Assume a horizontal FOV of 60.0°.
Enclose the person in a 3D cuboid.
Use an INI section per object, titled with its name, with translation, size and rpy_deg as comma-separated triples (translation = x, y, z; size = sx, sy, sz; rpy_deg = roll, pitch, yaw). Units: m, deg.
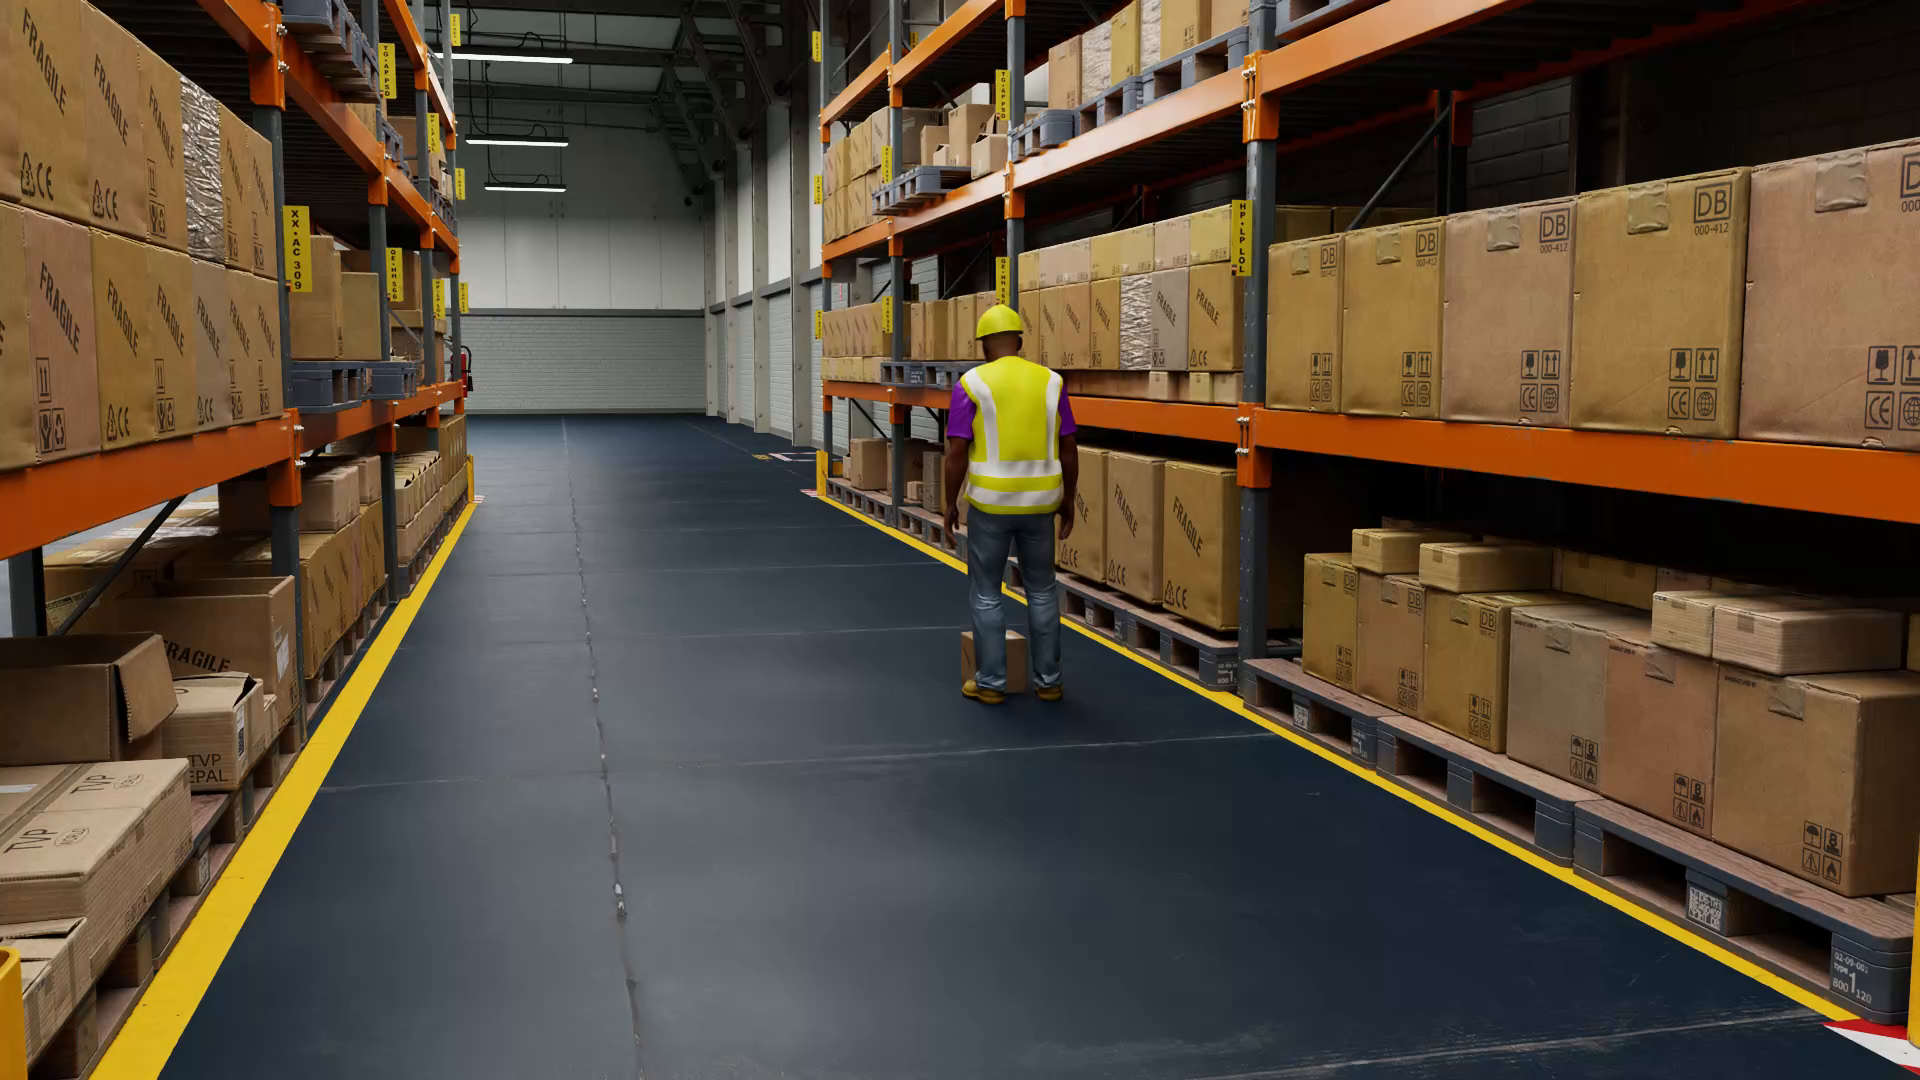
[person]
translation = 0.219, -0.161, 7.393
size = 0.626, 1.759, 0.463
rpy_deg = -2, 6, -16
